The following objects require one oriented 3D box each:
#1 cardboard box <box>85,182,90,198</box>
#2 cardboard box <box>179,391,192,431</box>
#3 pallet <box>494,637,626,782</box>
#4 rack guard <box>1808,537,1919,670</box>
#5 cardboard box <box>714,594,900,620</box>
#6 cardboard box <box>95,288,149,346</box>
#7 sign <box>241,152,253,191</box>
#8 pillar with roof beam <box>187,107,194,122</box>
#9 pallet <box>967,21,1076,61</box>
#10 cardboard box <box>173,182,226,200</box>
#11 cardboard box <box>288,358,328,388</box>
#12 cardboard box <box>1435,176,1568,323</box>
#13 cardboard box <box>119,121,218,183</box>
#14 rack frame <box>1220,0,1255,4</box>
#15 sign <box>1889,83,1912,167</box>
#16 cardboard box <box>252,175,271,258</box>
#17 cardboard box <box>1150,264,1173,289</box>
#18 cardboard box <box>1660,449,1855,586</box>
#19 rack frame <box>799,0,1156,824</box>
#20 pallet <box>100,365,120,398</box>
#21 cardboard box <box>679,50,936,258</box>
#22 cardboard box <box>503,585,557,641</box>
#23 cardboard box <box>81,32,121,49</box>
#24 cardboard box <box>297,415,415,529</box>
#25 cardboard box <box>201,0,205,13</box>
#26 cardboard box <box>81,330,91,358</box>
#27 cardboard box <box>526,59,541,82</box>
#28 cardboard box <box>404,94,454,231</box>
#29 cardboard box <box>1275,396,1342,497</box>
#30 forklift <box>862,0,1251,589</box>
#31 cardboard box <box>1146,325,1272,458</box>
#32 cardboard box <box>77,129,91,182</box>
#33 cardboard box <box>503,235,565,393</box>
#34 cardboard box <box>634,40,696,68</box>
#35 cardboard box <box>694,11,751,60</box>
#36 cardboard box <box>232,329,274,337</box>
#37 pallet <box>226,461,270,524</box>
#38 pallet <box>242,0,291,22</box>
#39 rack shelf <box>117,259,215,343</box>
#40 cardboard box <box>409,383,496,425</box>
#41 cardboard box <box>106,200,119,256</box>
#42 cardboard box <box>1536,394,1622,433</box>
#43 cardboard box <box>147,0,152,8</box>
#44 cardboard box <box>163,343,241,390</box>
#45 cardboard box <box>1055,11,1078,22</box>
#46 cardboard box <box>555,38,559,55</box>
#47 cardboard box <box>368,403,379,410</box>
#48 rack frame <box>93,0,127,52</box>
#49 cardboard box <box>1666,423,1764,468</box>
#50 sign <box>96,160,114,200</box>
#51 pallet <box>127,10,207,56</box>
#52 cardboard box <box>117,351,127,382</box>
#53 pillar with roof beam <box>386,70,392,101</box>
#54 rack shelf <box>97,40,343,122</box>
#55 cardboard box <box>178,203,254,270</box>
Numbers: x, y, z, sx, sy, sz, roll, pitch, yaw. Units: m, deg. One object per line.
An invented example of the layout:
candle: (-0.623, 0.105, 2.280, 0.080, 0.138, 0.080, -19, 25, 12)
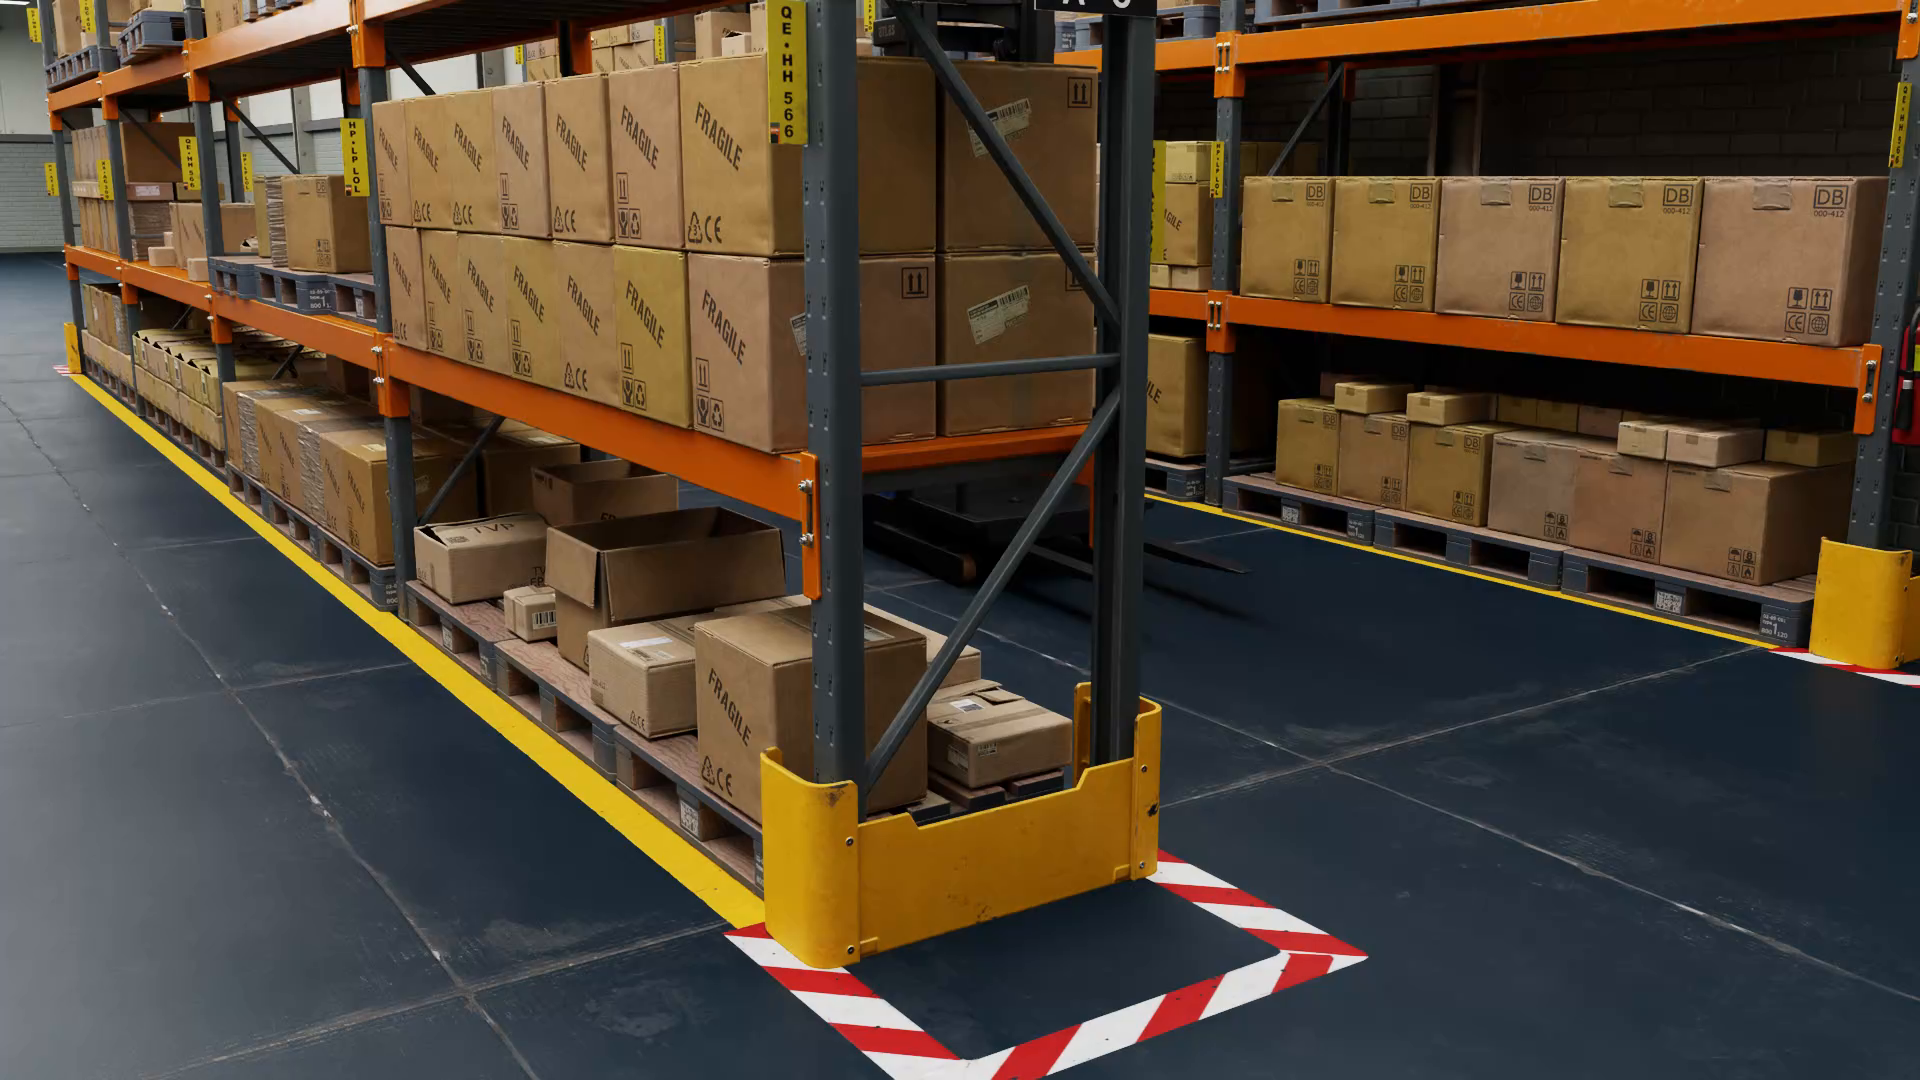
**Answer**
cardboard box: (-8.185, -3.370, 16.000, 0.380, 0.149, 0.250, -9, 15, -35)
cardboard box: (-5.423, -0.968, 12.220, 0.500, 0.250, 0.500, -8, 15, -31)
pallet: (-1.088, 0.553, 6.340, 1.003, 0.211, 1.213, -8, 15, -33)
rack guard: (4.203, 0.201, 7.273, 1.175, 0.500, 0.348, -8, 15, -33)
cardboard box: (-0.551, 0.383, 5.997, 0.500, 0.250, 0.500, -8, 15, -33)
cardboard box: (-7.856, -2.123, 15.745, 0.500, 0.500, 0.500, -8, 15, -33)
sign: (-6.134, -3.165, 14.287, 0.100, 0.325, 0.005, -8, 15, -33)
pillar with roof beam: (-23.772, -11.605, 41.364, 9.100, 9.000, 0.548, -8, 15, -33)
pallet: (0.781, -3.514, 11.829, 1.003, 0.211, 1.213, -7, 14, -30)
cardboard box: (-6.568, -3.008, 14.344, 0.380, 0.149, 0.250, -8, 15, -33)
cardboard box: (-4.410, -1.124, 11.622, 0.500, 0.311, 0.500, -8, 14, -31)
cardboard box: (3.072, -1.525, 8.614, 0.980, 0.700, 0.700, -9, 15, -35)
cardboard box: (-6.831, -3.333, 14.309, 0.700, 0.500, 0.500, -8, 15, -32)
rack frame: (1.974, -4.667, 9.638, 1.000, 3.000, 0.127, -8, 15, -33)
sign: (3.731, -1.644, 6.595, 0.100, 0.325, 0.005, -8, 15, -33)
cardboard box: (-3.921, -2.016, 10.341, 0.500, 0.500, 0.700, 9, 15, 36)
cardboard box: (1.391, -1.692, 10.618, 0.380, 0.149, 0.250, -8, 15, -32)
cardboard box: (3.719, -0.121, 7.763, 0.700, 0.500, 0.500, -8, 15, -33)
rack frame: (0.068, -0.438, 4.342, 1.000, 3.000, 0.127, -8, 15, -33)
pallet: (-7.666, -1.573, 16.061, 1.003, 0.211, 1.213, -8, 15, -33)
cardboard box: (-0.407, -1.022, 4.437, 0.500, 0.500, 0.500, -8, 15, -33)
cardboard box: (-1.608, 0.273, 6.694, 0.380, 0.166, 0.250, -8, 15, -33)
cardboard box: (-7.476, -4.370, 14.580, 0.380, 0.149, 0.250, -8, 15, -33)
cardboard box: (-3.204, -0.375, 8.876, 0.500, 0.500, 0.500, -8, 15, -32)
cardboard box: (-4.662, -3.532, 10.837, 0.500, 0.250, 0.500, -9, 15, -37)
cardboard box: (-8.685, -2.023, 17.046, 0.500, 0.250, 0.500, -8, 15, -33)
cardboard box: (-4.697, -5.305, 19.298, 0.500, 0.500, 0.500, -8, 14, -31)
cardboard box: (-1.835, -1.478, 6.522, 0.500, 0.500, 0.500, -9, 15, -35)
cardboard box: (2.303, -0.575, 9.837, 0.700, 0.500, 0.500, -8, 15, -32)
forklift: (0.308, -1.316, 8.518, 1.130, 2.935, 3.031, -7, 14, -29)
cardboard box: (1.506, -0.991, 10.922, 0.750, 0.750, 0.750, -8, 15, -32)
cardboard box: (-8.223, -3.779, 16.350, 0.700, 0.500, 0.500, -9, 15, -34)
cardboard box: (-1.248, -0.805, 5.787, 0.500, 0.500, 0.500, -8, 15, -34)
cardboard box: (-2.945, -4.744, 16.731, 0.500, 0.500, 0.500, -8, 14, -31)
cardboard box: (-2.222, -4.771, 15.921, 0.500, 0.500, 0.500, -6, 14, -25)
cardboard box: (-5.824, -1.578, 13.696, 0.500, 0.311, 0.500, -8, 14, -31)
pallet: (-3.982, -0.361, 10.518, 1.003, 0.211, 1.213, -8, 15, -33)
pallet: (-3.028, -2.831, 8.704, 1.213, 0.211, 1.003, -8, 15, -33)
rack shelf: (-5.472, -1.865, 12.551, 1.077, 0.370, 4.000, -8, 15, -33)
cardboard box: (-2.767, -0.802, 9.073, 0.500, 0.250, 0.500, -8, 15, -33)
cardboard box: (-7.404, -2.882, 15.283, 0.700, 0.500, 0.500, -8, 15, -32)
cardboard box: (3.251, -0.665, 8.731, 0.380, 0.149, 0.250, -8, 15, -32)
cardboard box: (-5.937, -4.322, 12.698, 0.500, 0.500, 0.500, -6, 14, -27)
cardboard box: (-5.706, -1.331, 12.569, 0.500, 0.311, 0.500, -8, 14, -31)
cardboard box: (0.991, -3.823, 11.536, 0.700, 0.500, 0.500, -8, 15, -33)
cardboard box: (-4.134, -5.600, 18.307, 0.500, 0.500, 0.500, -8, 14, -31)
cardboard box: (-3.068, -0.531, 9.590, 0.500, 0.500, 0.500, -9, 15, -35)
rack frame: (-6.580, -5.503, 13.460, 1.000, 3.000, 0.127, -8, 15, -33)
cardboard box: (3.496, -0.439, 7.700, 0.380, 0.149, 0.250, -8, 15, -33)
sign: (-7.041, -2.967, 13.698, 0.100, 0.325, 0.005, -8, 15, -33)
pallet: (-4.814, -3.344, 11.051, 1.213, 0.211, 1.003, -7, 14, -30)
cardboard box: (-7.288, -1.580, 15.021, 0.500, 0.250, 0.500, -8, 15, -33)
pillar with roof beam: (-13.799, -8.403, 26.725, 9.100, 9.000, 0.400, -8, 15, -33)
rack shelf: (-5.472, -3.330, 12.231, 1.077, 0.370, 4.000, -8, 15, -33)
cardboard box: (-5.599, -2.299, 12.621, 0.500, 0.500, 0.500, -8, 15, -33)
